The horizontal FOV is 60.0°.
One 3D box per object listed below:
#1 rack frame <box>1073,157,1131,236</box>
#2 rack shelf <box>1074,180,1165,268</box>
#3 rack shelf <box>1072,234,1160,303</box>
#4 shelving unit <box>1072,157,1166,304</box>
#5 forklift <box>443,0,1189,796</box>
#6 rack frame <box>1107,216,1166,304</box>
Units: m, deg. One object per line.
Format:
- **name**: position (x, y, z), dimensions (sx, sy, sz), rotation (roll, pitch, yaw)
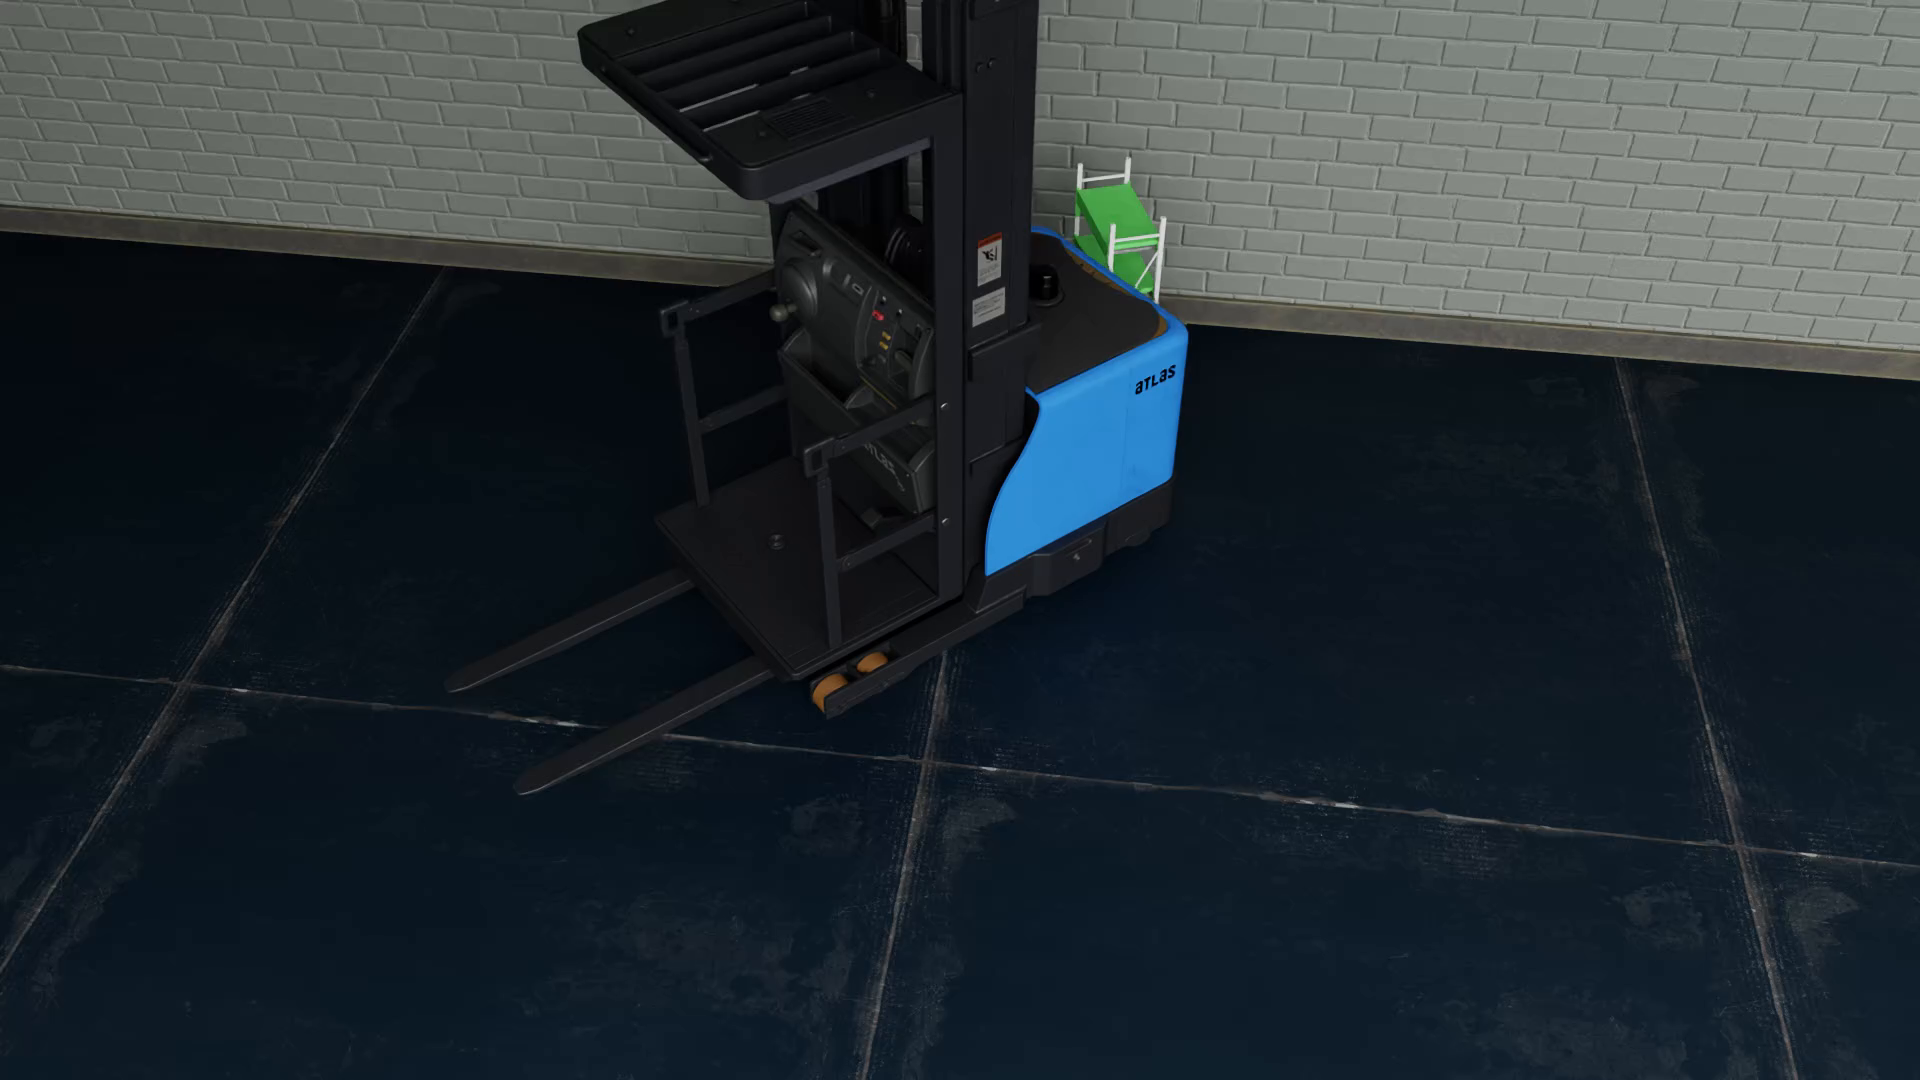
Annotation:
- **rack frame**: position (0.629, -1.217, 7.663), dimensions (0.240, 1.200, 0.015), rotation (-9, 44, -10)
- **rack shelf**: position (0.685, -1.356, 7.204), dimensions (0.258, 0.148, 0.480), rotation (-9, 44, -10)
- **rack shelf**: position (0.685, -1.182, 7.369), dimensions (0.258, 0.148, 0.480), rotation (-9, 44, -10)
- **shelving unit**: position (0.685, -1.054, 7.490), dimensions (0.258, 1.200, 0.503), rotation (-9, 44, -10)
- **forklift**: position (-0.561, -0.790, 5.953), dimensions (3.031, 2.935, 1.130), rotation (-27, 50, -26)
- **rack frame**: position (0.740, -0.890, 7.318), dimensions (0.240, 1.200, 0.015), rotation (-9, 44, -10)
